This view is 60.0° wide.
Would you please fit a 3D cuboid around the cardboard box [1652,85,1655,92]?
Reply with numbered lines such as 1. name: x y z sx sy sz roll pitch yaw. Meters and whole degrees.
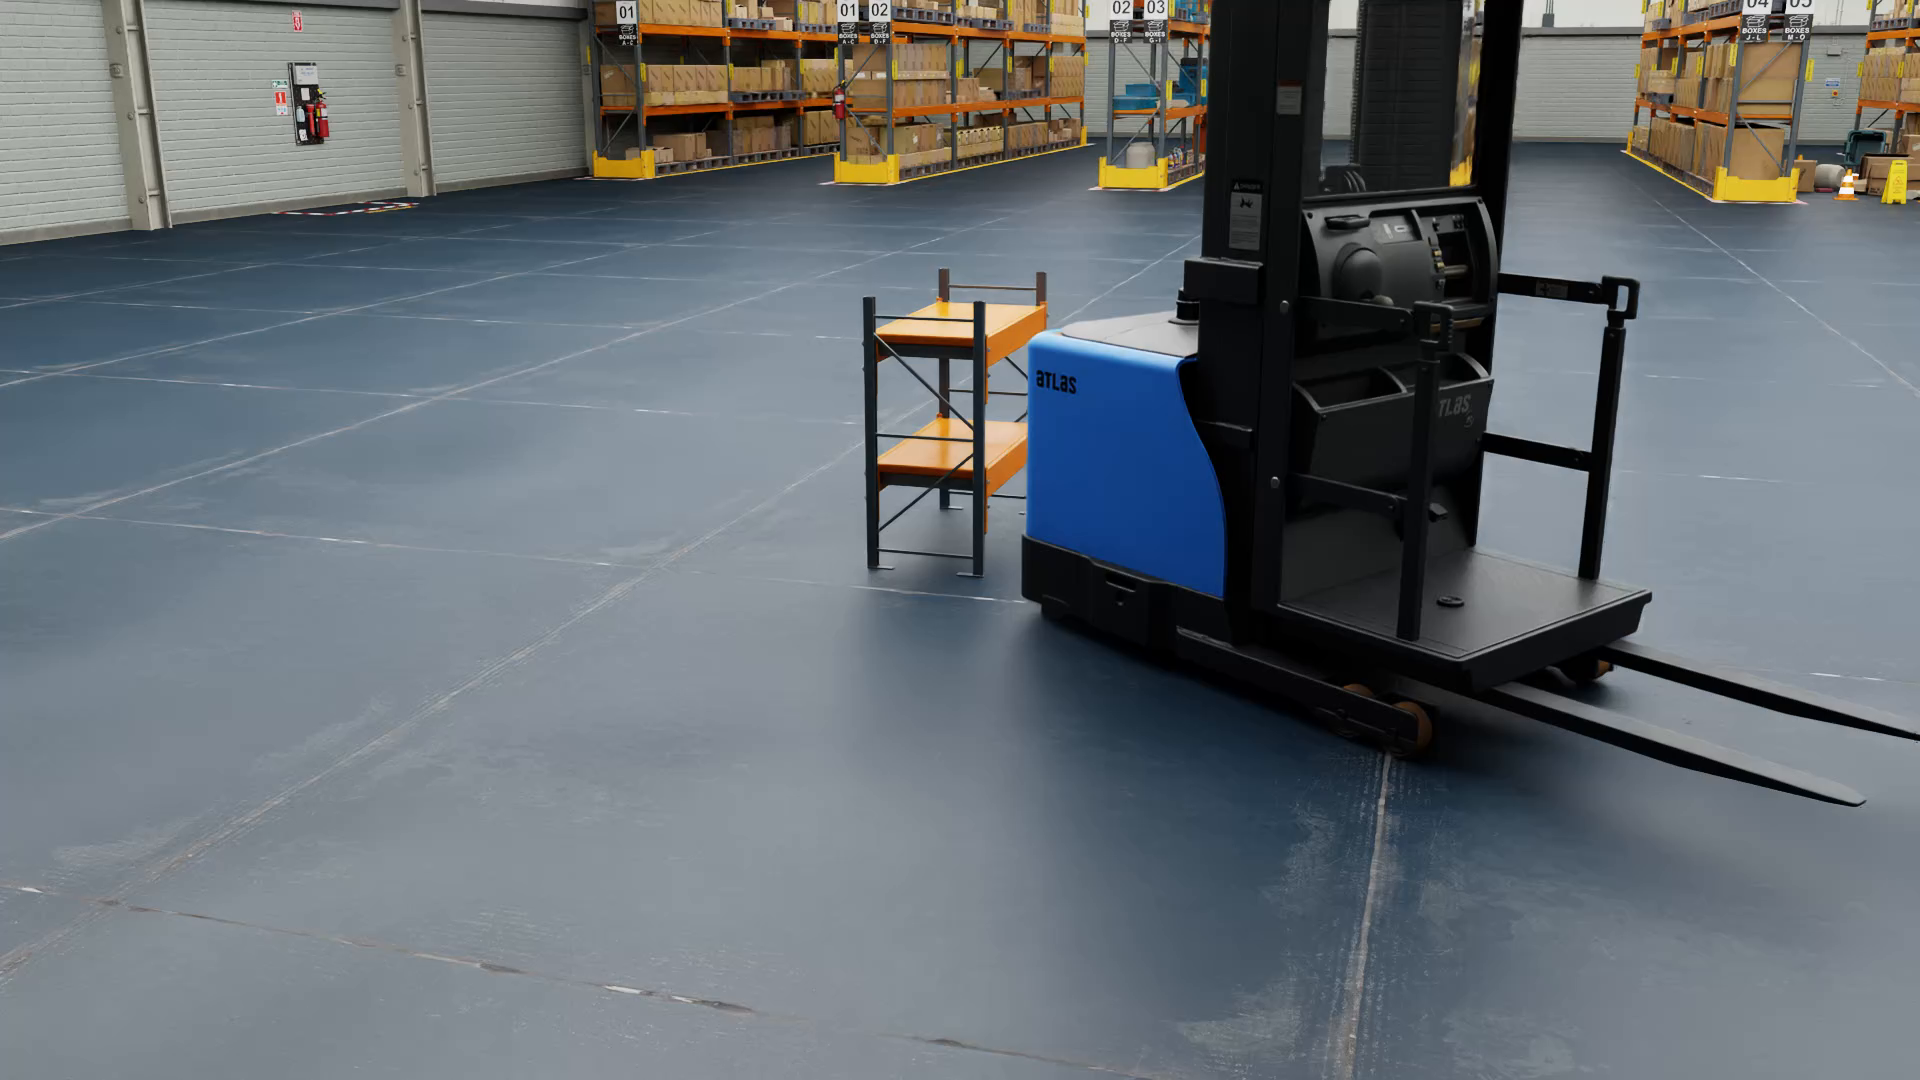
1. cardboard box: 15.091 -9.694 35.701 0.380 0.149 0.250 4 16 13

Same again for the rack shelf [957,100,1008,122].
1. rack shelf: 0.008 -9.215 35.639 1.077 0.370 4.000 5 16 16

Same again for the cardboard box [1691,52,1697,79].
1. cardboard box: 14.377 -9.050 31.723 0.700 0.500 0.500 4 16 15

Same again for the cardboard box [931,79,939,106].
1. cardboard box: -0.824 -8.831 32.783 0.700 0.500 0.500 4 16 15

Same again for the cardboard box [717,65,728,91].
1. cardboard box: -5.149 -9.572 34.442 0.500 0.500 0.500 5 16 16

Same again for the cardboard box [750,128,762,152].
1. cardboard box: -4.835 -8.893 36.962 0.700 0.500 0.500 5 17 17

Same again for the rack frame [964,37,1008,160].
1. rack frame: 0.576 -10.084 37.386 1.000 3.000 0.127 5 16 16

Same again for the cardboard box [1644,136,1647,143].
1. cardboard box: 15.786 -9.103 37.836 0.380 0.149 0.250 4 16 13

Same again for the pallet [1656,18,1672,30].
1. pallet: 15.367 -10.878 35.033 1.213 0.211 1.003 5 16 16

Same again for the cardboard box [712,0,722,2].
1. cardboard box: -5.193 -11.251 33.949 0.500 0.500 0.500 3 16 11

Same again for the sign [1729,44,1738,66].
1. sign: 12.010 -7.528 25.816 0.100 0.325 0.005 5 16 16

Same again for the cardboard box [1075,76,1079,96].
1. cardboard box: 2.839 -11.951 43.784 0.500 0.500 0.500 5 17 16

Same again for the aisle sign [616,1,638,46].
1. aisle sign: -6.181 -9.583 30.855 0.394 0.787 0.004 5 16 16

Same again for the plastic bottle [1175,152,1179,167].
1. plastic bottle: 4.048 -7.124 31.144 0.097 0.271 0.097 0 16 0

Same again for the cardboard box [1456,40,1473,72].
1. cardboard box: 8.217 -8.017 27.537 0.500 0.500 0.500 5 16 16

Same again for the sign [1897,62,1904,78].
1. sign: 20.179 -10.090 35.676 0.100 0.325 0.005 5 16 16

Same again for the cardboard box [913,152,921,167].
1. cardboard box: -1.050 -7.255 31.682 0.500 0.250 0.500 5 16 16

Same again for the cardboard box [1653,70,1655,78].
1. cardboard box: 15.162 -10.045 35.848 0.380 0.149 0.250 4 16 15

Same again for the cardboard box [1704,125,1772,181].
1. cardboard box: 12.904 -6.404 27.534 0.875 0.875 0.875 4 16 15

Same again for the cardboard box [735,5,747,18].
1. cardboard box: -4.904 -11.321 35.643 0.500 0.311 0.500 5 17 18

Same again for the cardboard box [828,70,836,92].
1. cardboard box: -3.350 -11.178 40.478 0.500 0.500 0.500 5 17 17

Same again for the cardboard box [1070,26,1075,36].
1. cardboard box: 2.674 -13.132 42.907 0.500 0.250 0.500 5 16 16

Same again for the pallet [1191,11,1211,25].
1. pallet: 4.076 -9.809 31.263 1.213 0.211 1.003 5 16 16

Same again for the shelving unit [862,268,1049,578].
1. shelving unit: 0.002 -0.543 7.182 0.538 1.125 1.048 5 16 16

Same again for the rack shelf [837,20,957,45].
1. rack shelf: -1.129 -9.612 31.540 1.077 0.370 4.000 5 16 16

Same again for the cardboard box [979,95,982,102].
1. cardboard box: 0.268 -9.625 36.228 0.380 0.149 0.250 6 17 20

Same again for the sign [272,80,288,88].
1. sign: -9.768 -6.547 23.879 0.001 0.109 0.331 5 16 16

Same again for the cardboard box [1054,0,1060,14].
1. cardboard box: 2.093 -13.353 41.397 0.700 0.500 0.500 5 16 16

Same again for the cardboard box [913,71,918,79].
1. cardboard box: -1.015 -8.775 31.396 0.380 0.149 0.250 4 16 15

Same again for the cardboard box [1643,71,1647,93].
1. cardboard box: 16.263 -10.689 38.790 0.500 0.500 0.500 4 16 14

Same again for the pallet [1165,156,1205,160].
1. pallet: 4.718 -7.840 34.583 1.003 0.211 1.213 5 16 16

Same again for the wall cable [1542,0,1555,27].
1. wall cable: 17.258 -17.054 45.069 2.277 5.999 0.120 5 16 16

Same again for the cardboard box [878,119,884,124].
1. cardboard box: -2.433 -10.966 44.307 0.700 0.500 0.500 5 17 17

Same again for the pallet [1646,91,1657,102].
1. pallet: 15.580 -9.670 36.275 1.003 0.211 1.213 5 16 16

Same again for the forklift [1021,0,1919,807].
1. forklift: 1.552 -0.909 5.161 1.130 2.935 3.031 -13 20 -37

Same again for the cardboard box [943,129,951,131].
1. cardboard box: -0.434 -8.582 35.331 0.500 0.311 0.500 5 16 16

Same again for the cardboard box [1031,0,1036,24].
1. cardboard box: 1.499 -12.746 40.137 0.600 0.600 0.600 3 16 11

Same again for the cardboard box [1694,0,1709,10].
1. cardboard box: 14.095 -10.117 31.213 0.500 0.311 0.500 4 16 15

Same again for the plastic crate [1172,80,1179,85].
1. plastic crate: 4.572 -9.331 34.613 0.402 0.464 0.583 5 16 16

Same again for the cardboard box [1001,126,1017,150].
1. cardboard box: 0.980 -9.190 38.009 0.500 0.500 0.500 5 17 18

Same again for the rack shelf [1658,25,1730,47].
1. rack shelf: 15.368 -10.524 34.758 1.077 0.370 4.000 5 16 16

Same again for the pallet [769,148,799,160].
1. pallet: -4.398 -8.922 38.397 1.003 0.211 1.213 5 16 16

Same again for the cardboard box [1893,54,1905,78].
1. cardboard box: 20.581 -10.267 36.015 0.500 0.500 0.500 4 16 15

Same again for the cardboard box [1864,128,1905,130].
1. cardboard box: 21.756 -9.429 39.000 0.875 0.438 0.875 4 16 14

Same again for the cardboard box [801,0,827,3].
1. cardboard box: -3.556 -13.212 40.552 0.500 0.250 0.500 4 16 14

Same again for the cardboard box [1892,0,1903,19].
1. cardboard box: 21.131 -11.865 37.031 0.500 0.500 0.500 5 17 17

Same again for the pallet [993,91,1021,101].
1. pallet: 0.702 -10.175 38.056 1.213 0.211 1.003 5 16 16

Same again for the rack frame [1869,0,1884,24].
1. rack frame: 21.848 -13.526 38.525 1.000 3.000 0.127 5 16 16

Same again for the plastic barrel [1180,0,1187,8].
1. plastic barrel: 4.124 -10.487 32.389 0.600 0.901 0.708 5 16 16
